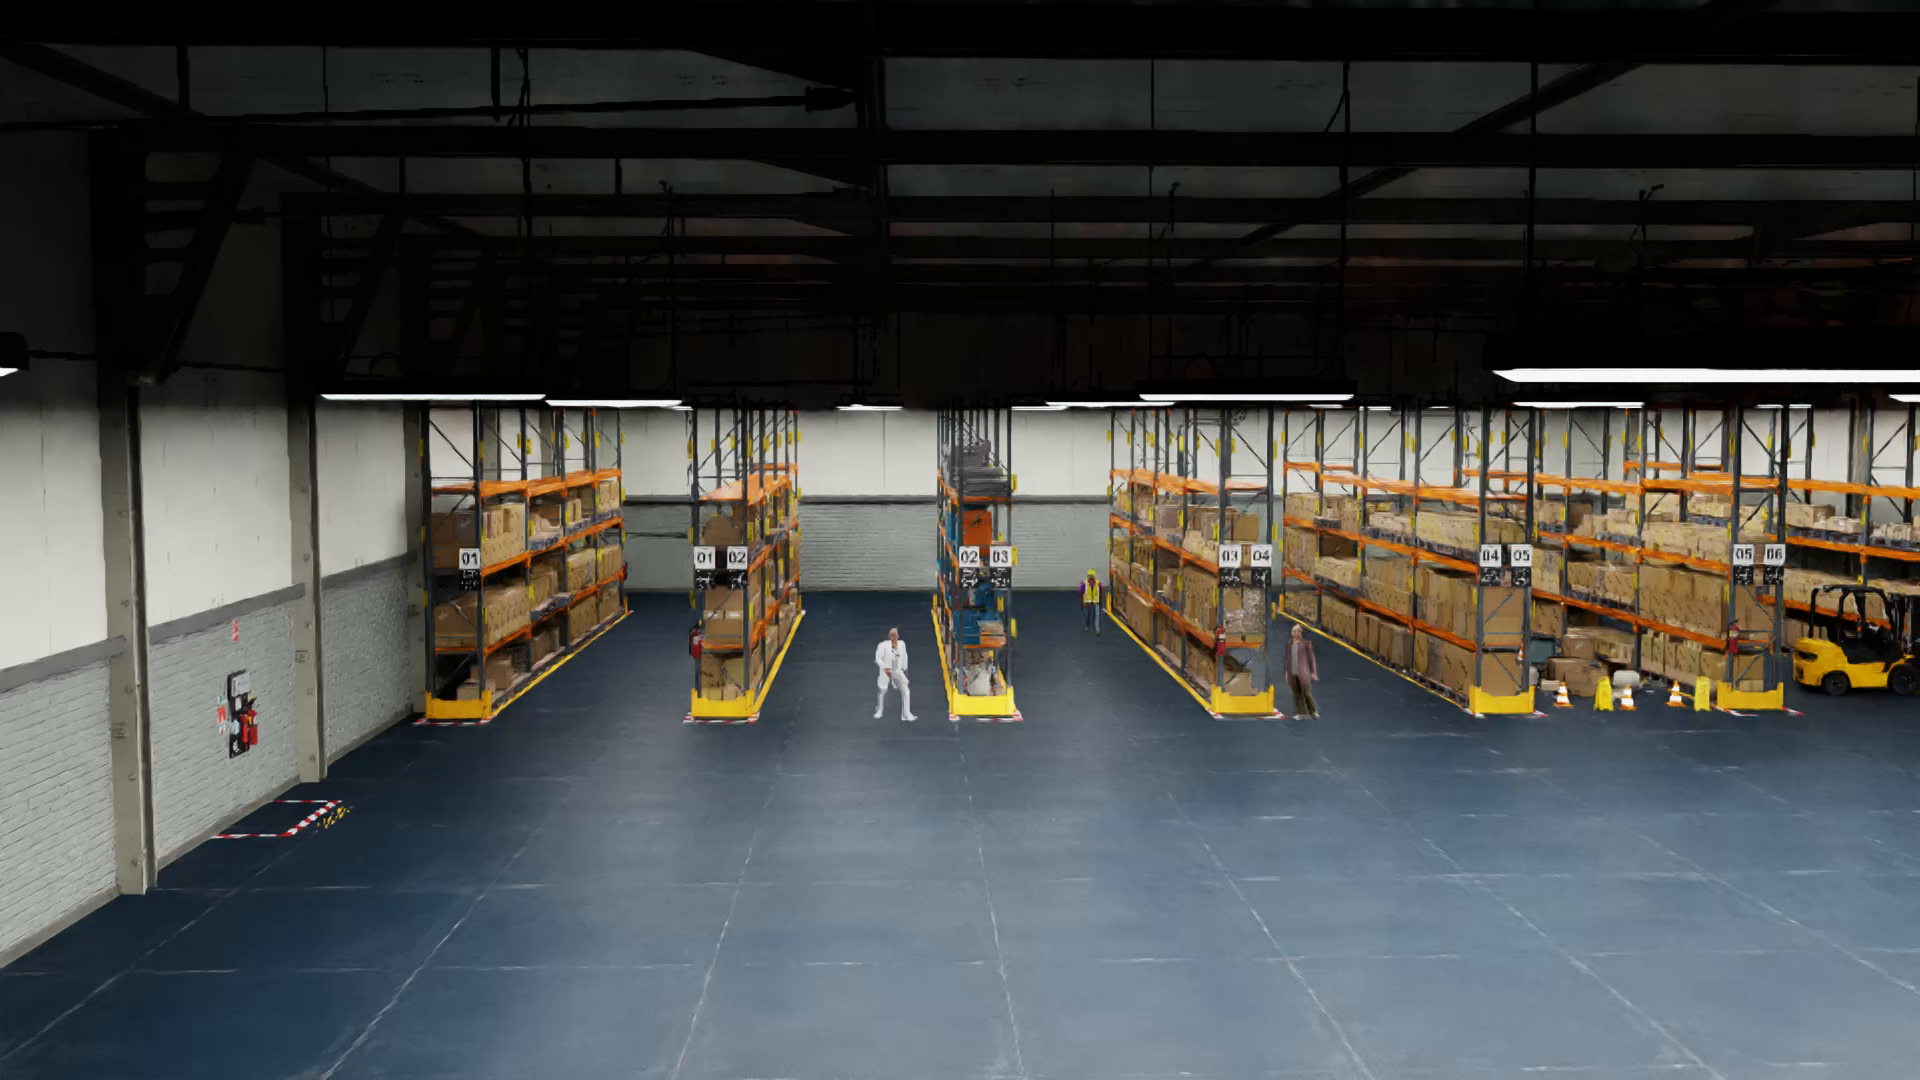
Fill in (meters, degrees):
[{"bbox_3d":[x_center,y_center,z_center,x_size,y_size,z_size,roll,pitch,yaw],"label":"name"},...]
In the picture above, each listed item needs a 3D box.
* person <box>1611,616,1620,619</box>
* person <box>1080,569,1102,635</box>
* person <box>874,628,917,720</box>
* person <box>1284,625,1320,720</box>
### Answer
[{"bbox_3d":[18.188,1.368,45.548,0.574,1.640,0.588,1,4,7],"label":"person"},{"bbox_3d":[3.363,1.572,42.689,0.577,1.691,1.121,0,4,0],"label":"person"},{"bbox_3d":[-1.261,2.473,30.844,0.724,1.713,0.901,-1,5,-19],"label":"person"},{"bbox_3d":[6.361,2.454,30.867,0.702,1.764,0.506,4,6,39],"label":"person"}]
